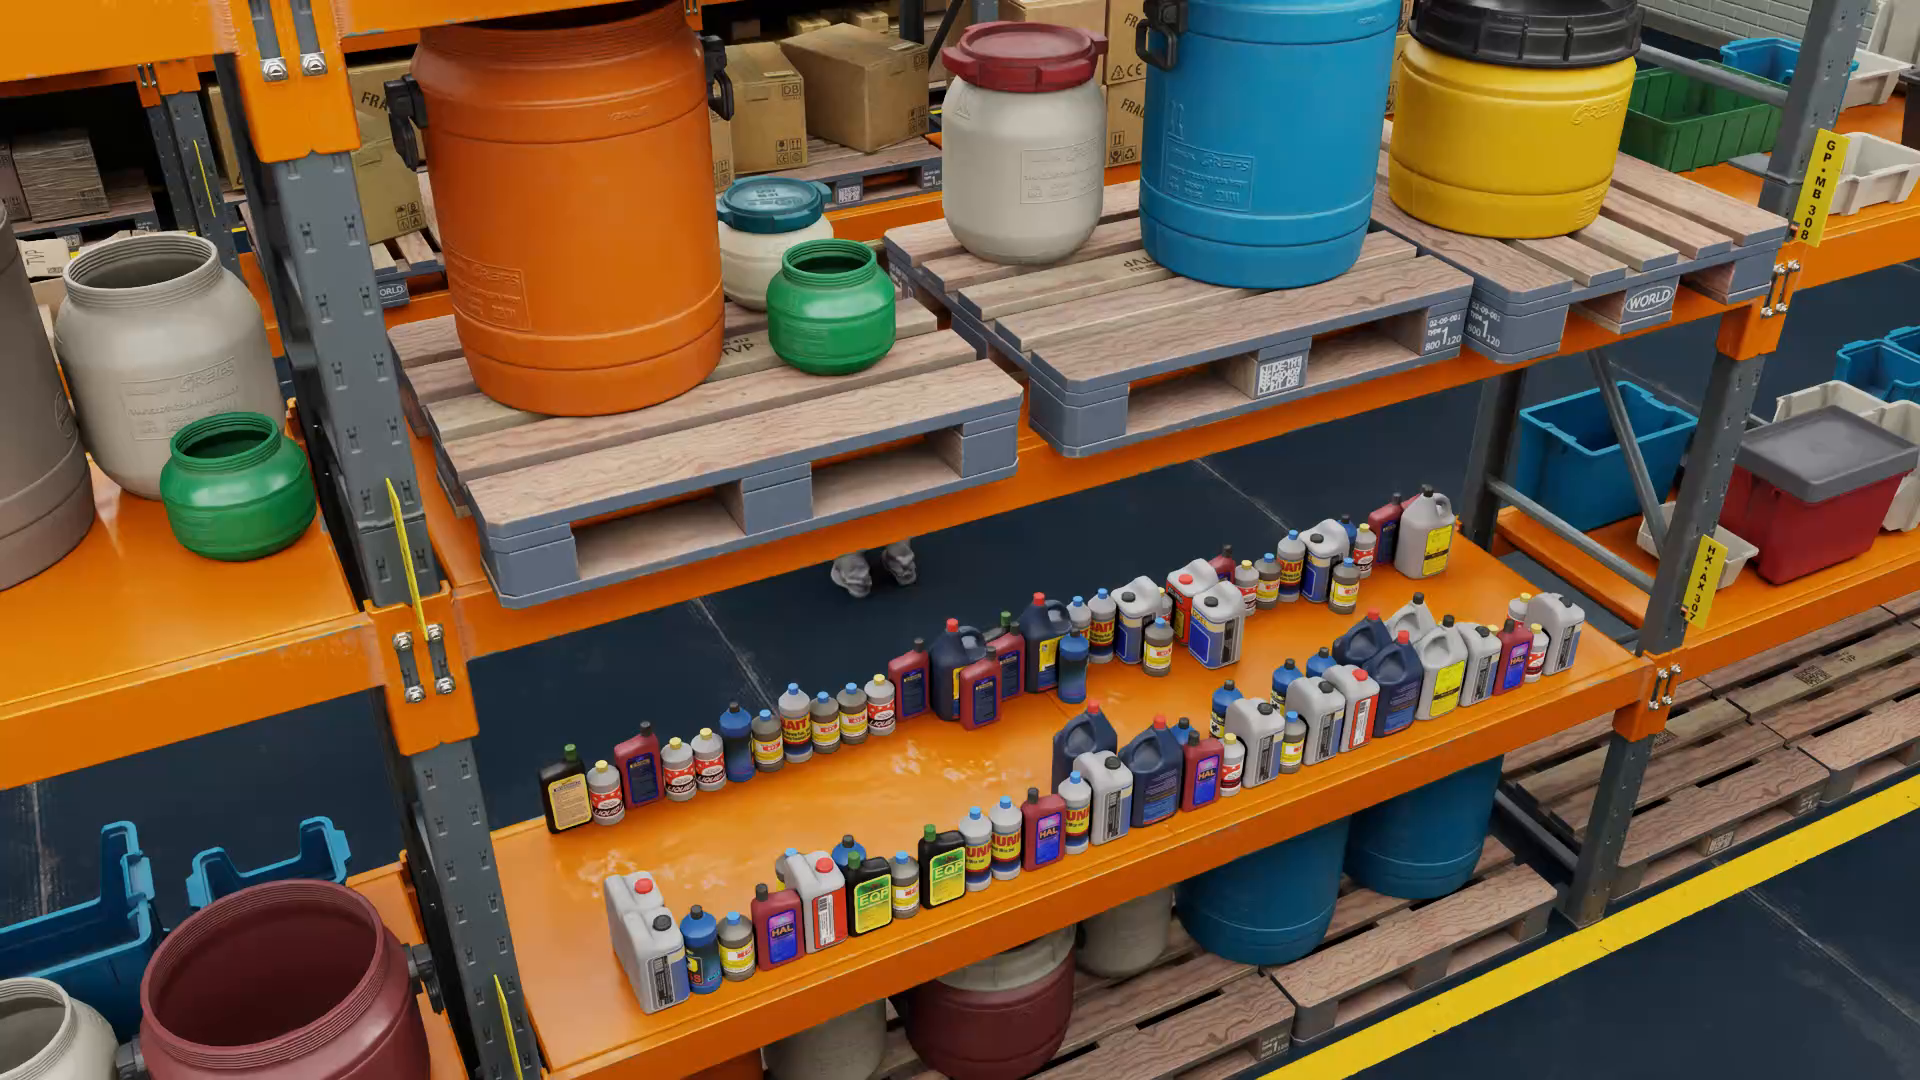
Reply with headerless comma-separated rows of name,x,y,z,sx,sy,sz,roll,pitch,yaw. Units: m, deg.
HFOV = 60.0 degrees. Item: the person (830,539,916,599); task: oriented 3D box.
person,-0.518,-0.257,8.296,0.538,0.930,0.913,-16,36,-23
